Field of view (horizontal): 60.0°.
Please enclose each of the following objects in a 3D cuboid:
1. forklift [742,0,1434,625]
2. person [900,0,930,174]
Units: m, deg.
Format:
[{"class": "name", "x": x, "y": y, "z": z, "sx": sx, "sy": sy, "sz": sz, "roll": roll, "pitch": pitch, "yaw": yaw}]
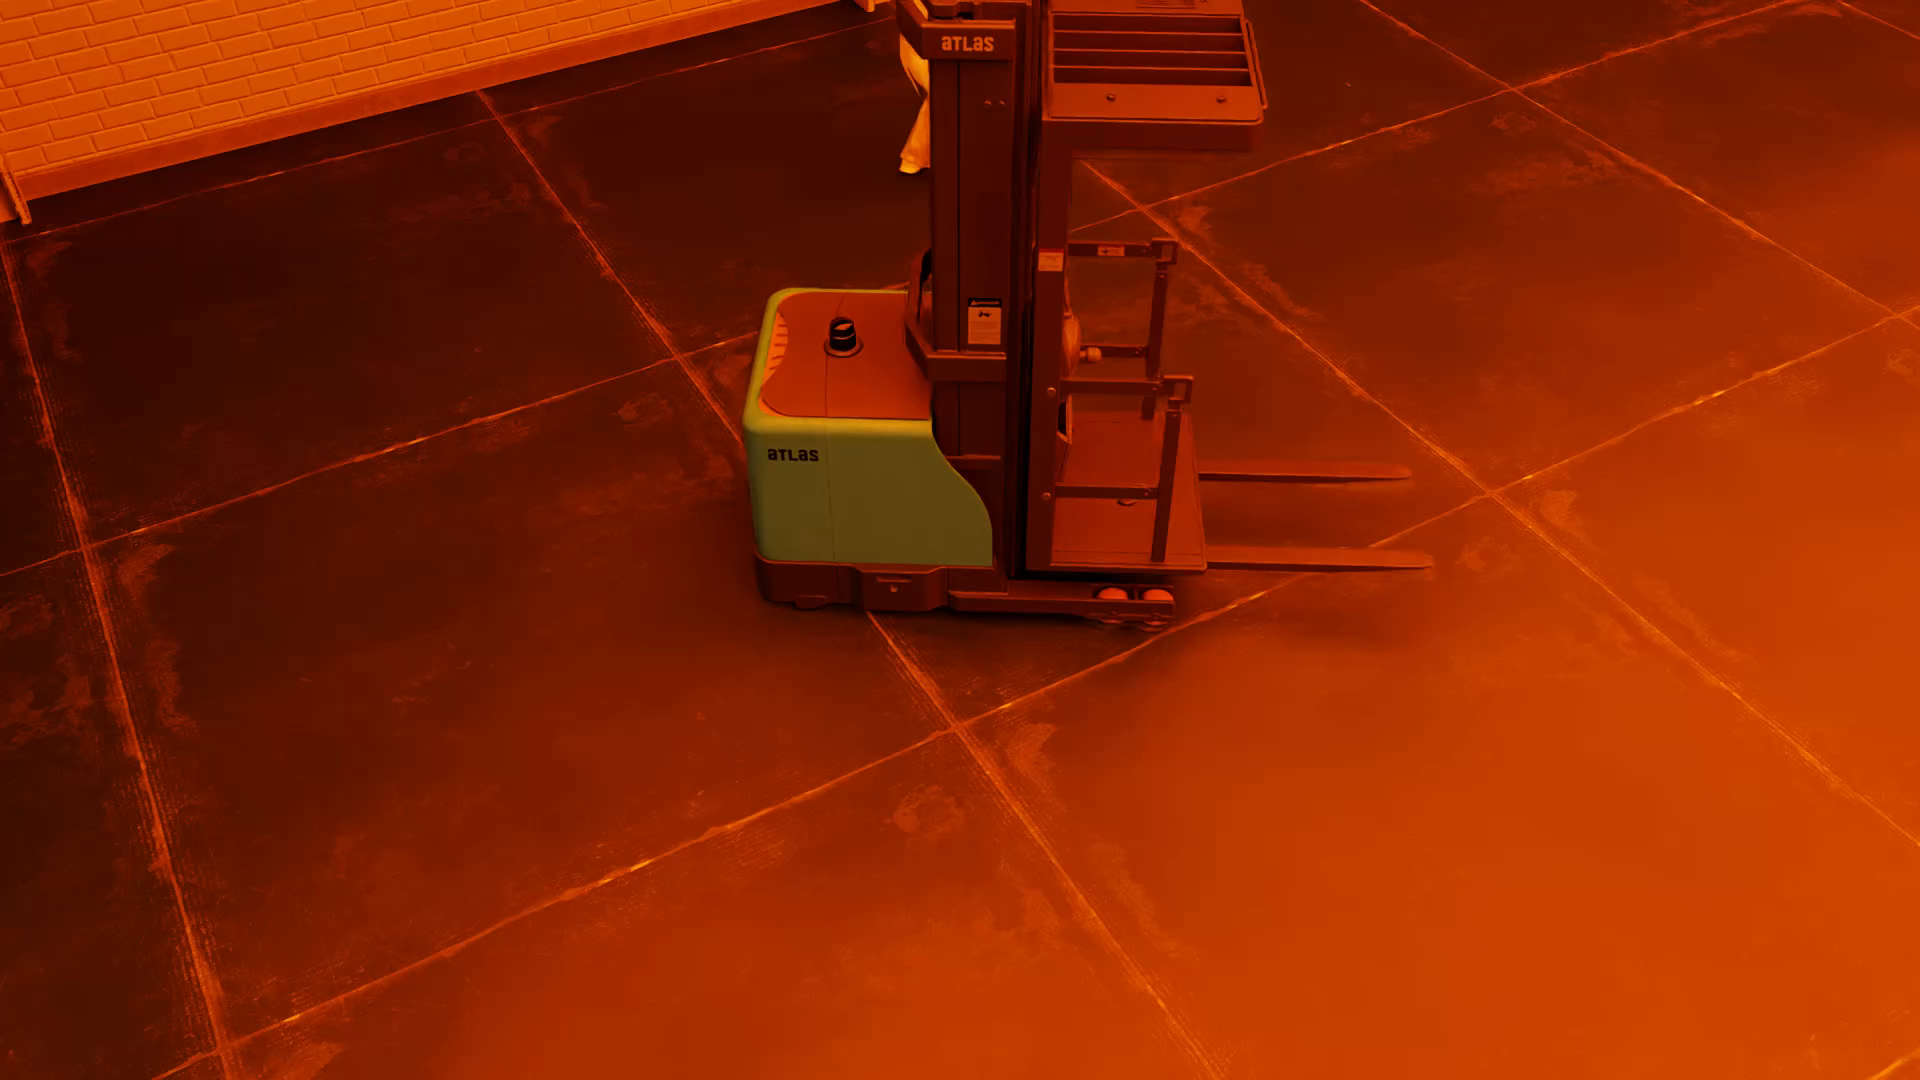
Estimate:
[{"class": "forklift", "x": 0.613, "y": -1.065, "z": 6.847, "sx": 3.031, "sy": 2.935, "sz": 1.130, "roll": 1, "pitch": 43, "yaw": 2}, {"class": "person", "x": -0.046, "y": -2.887, "z": 9.741, "sx": 0.644, "sy": 1.736, "sz": 0.829, "roll": -15, "pitch": 45, "yaw": -16}]
